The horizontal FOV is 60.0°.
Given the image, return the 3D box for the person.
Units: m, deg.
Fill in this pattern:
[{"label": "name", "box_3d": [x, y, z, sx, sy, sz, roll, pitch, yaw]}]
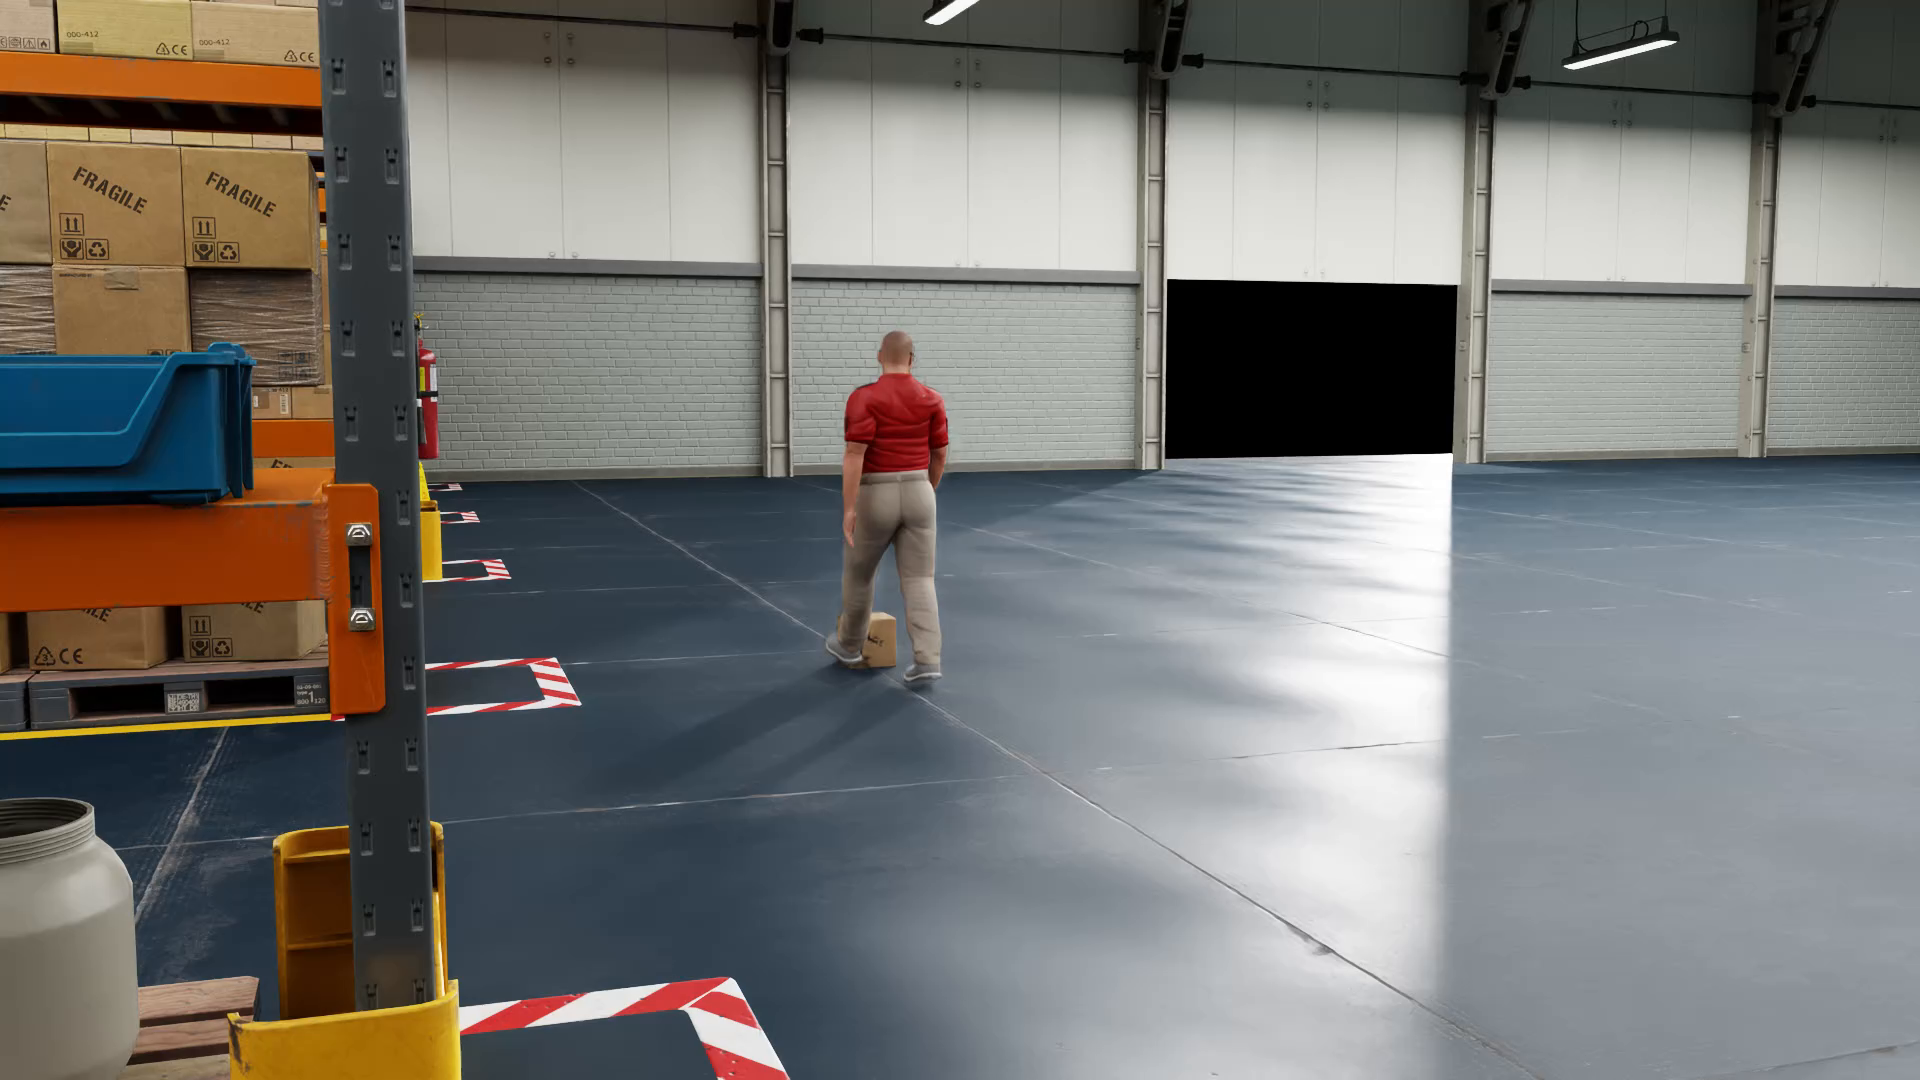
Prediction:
[{"label": "person", "box_3d": [-0.372, -0.176, 8.217, 0.569, 1.699, 0.951, -2, 6, -19]}]
